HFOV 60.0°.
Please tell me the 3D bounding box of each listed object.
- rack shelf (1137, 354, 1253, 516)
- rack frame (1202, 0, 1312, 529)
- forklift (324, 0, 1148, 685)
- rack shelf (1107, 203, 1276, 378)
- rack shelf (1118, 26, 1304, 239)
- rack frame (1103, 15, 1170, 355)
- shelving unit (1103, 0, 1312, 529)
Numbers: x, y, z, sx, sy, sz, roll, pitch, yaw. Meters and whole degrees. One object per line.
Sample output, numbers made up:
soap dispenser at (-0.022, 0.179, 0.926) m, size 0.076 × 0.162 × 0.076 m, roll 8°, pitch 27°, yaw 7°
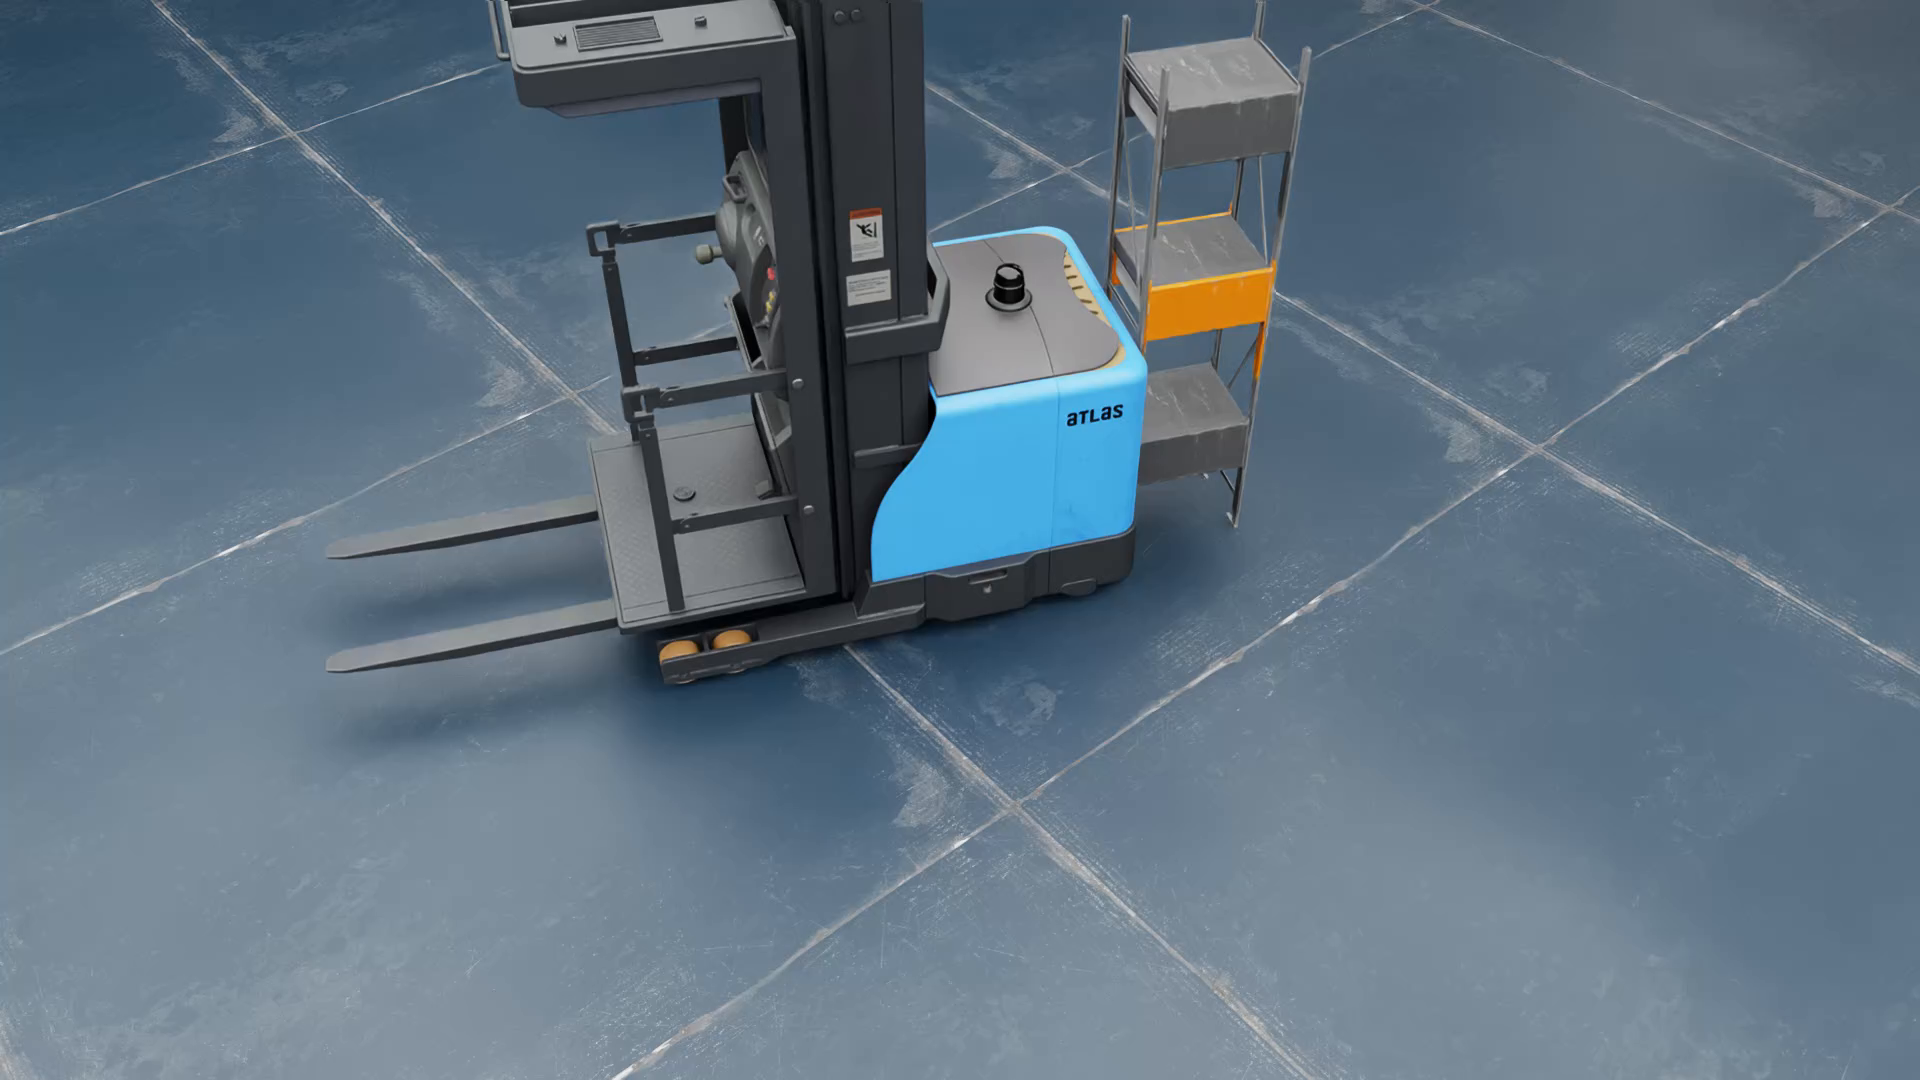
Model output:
rack shelf at (0.839, -0.379, 6.662) m, size 0.480 × 0.518 × 0.431 m, roll -11°, pitch 44°, yaw -11°
rack frame at (1.074, -0.945, 6.222) m, size 0.015 × 2.100 × 0.400 m, roll -11°, pitch 44°, yaw -11°
forklift at (-0.895, -0.939, 5.608) m, size 3.031 × 2.935 × 1.130 m, roll -11°, pitch 44°, yaw -11°
rack shelf at (0.839, -0.889, 6.183) m, size 0.480 × 0.518 × 0.431 m, roll -11°, pitch 44°, yaw -11°
rack shelf at (0.839, -1.400, 5.704) m, size 0.480 × 0.518 × 0.431 m, roll -11°, pitch 44°, yaw -11°
rack frame at (0.604, -0.854, 6.126) m, size 0.015 × 2.100 × 0.400 m, roll -11°, pitch 44°, yaw -11°
shelving unit at (0.839, -0.899, 6.174) m, size 0.503 × 2.100 × 0.431 m, roll -11°, pitch 44°, yaw -11°
